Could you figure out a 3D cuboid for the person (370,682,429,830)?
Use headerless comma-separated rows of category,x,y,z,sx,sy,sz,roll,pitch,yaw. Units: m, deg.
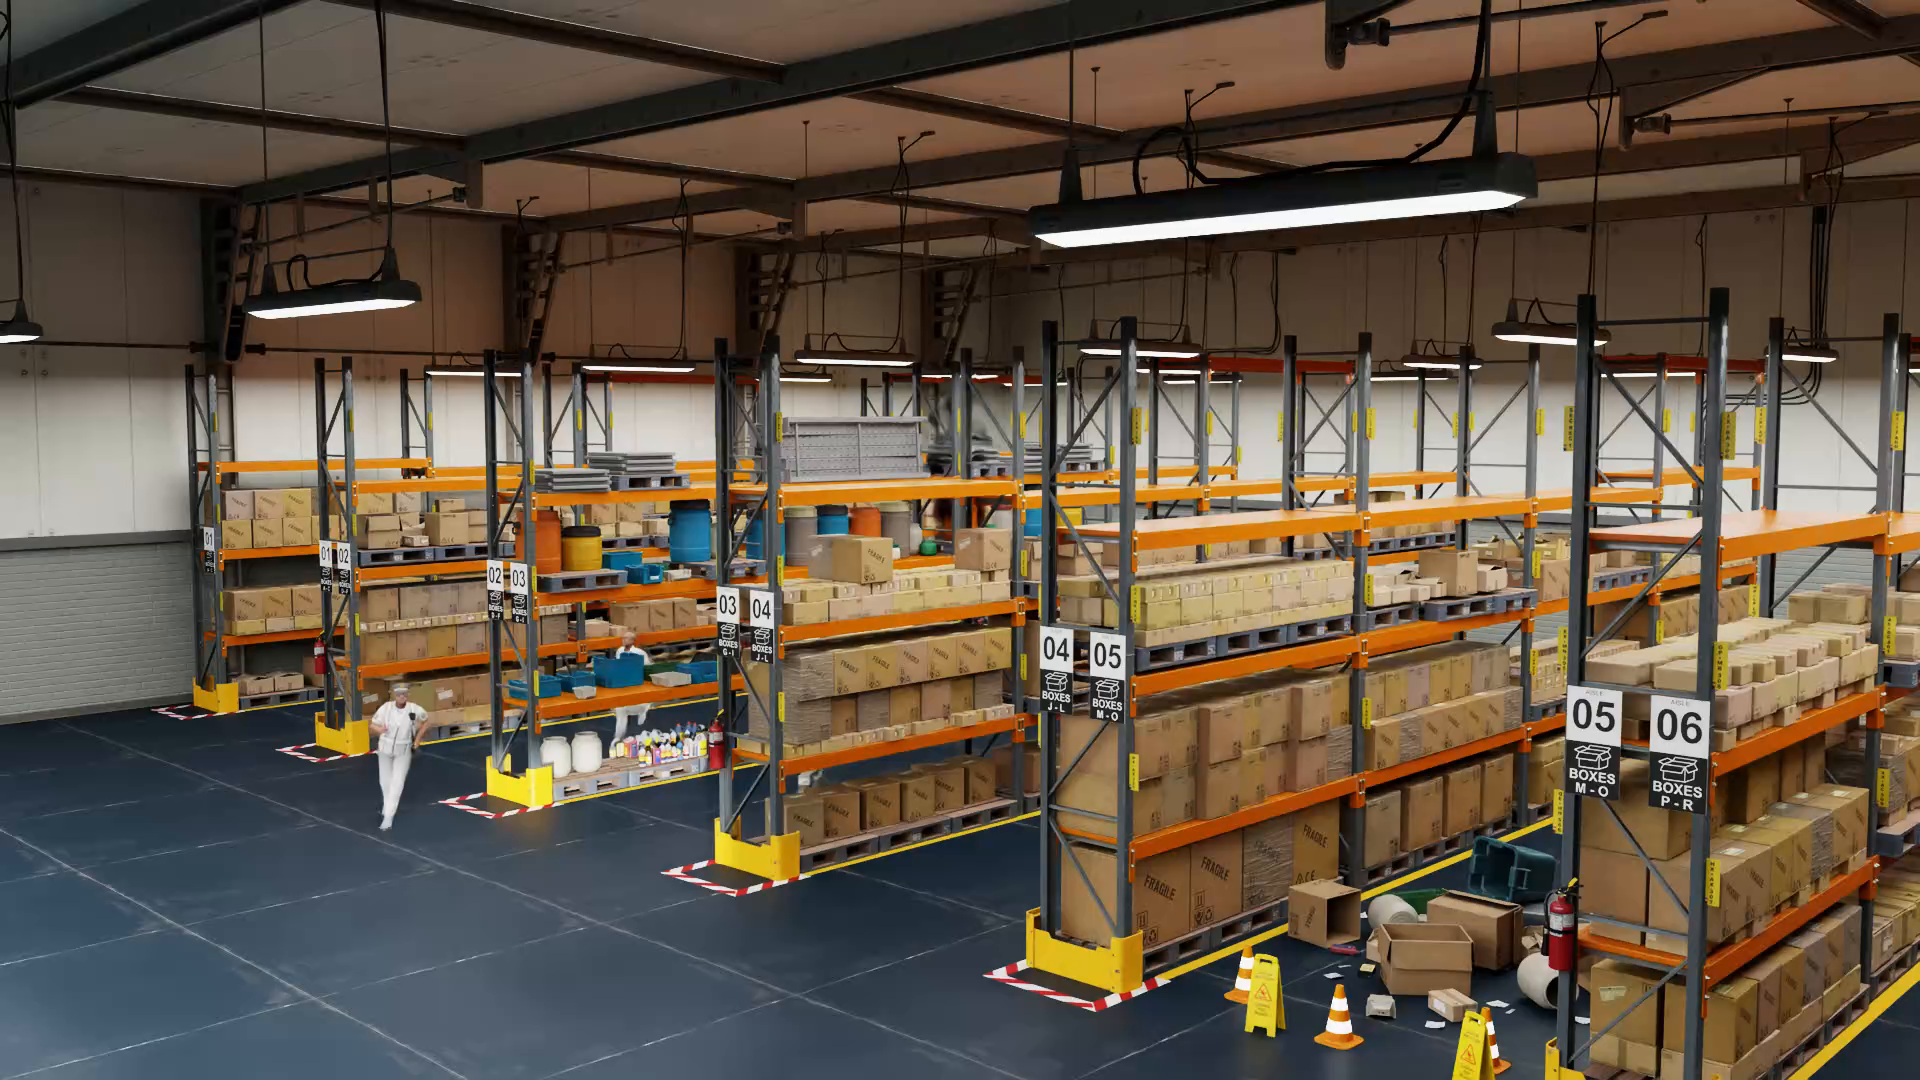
person,-7.084,2.681,20.979,0.656,1.812,0.875,0,4,-6

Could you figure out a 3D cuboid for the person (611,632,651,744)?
person,-5.214,2.317,26.152,0.714,1.750,0.842,3,5,36

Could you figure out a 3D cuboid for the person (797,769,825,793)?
person,-2.024,2.568,21.975,0.658,1.763,0.985,2,5,29
